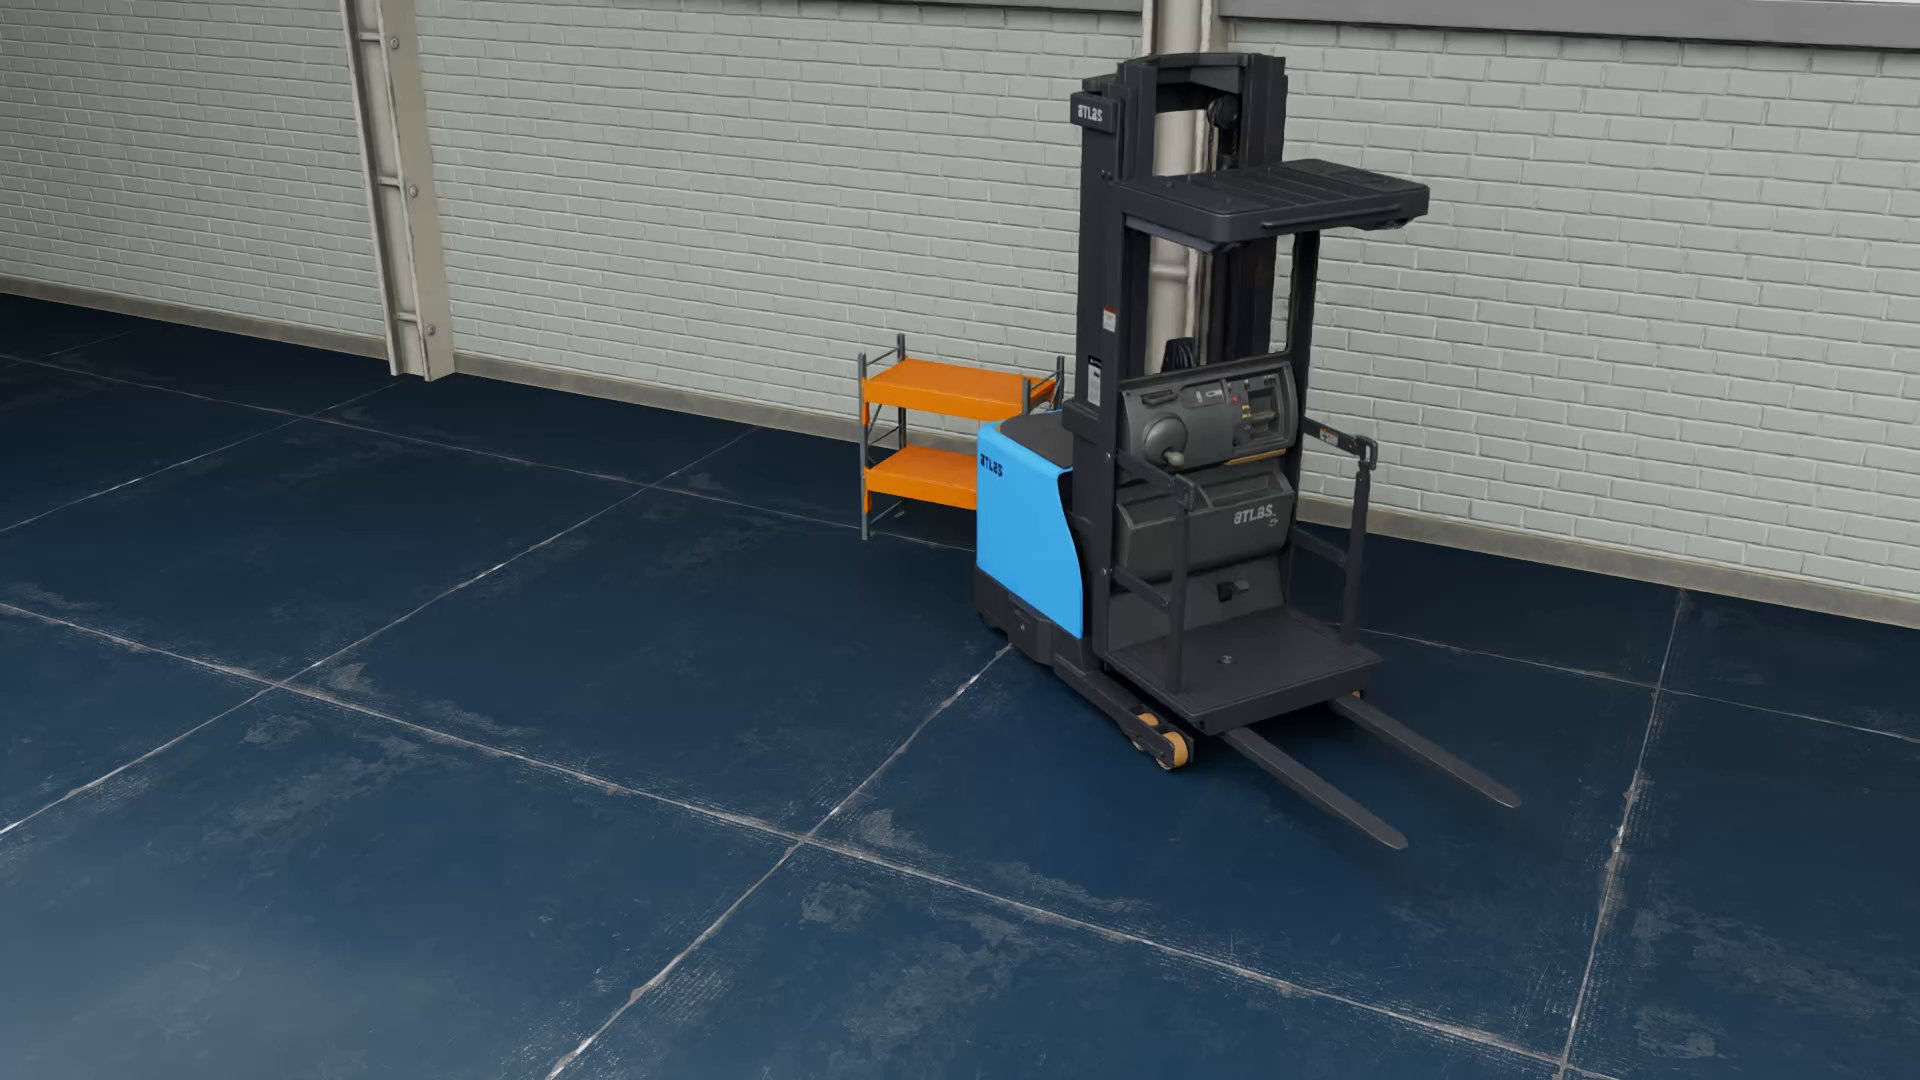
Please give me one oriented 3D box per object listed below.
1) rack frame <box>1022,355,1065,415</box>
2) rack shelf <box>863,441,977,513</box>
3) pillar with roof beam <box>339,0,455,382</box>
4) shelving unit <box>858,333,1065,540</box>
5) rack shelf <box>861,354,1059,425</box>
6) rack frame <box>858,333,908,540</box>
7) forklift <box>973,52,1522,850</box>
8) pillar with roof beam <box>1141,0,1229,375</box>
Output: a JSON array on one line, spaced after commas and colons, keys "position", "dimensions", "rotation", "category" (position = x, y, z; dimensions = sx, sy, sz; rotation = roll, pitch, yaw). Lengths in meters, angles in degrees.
[{"position": [0.460, -0.427, 9.316], "dimensions": [0.032, 1.125, 0.500], "rotation": [11, 25, 25], "category": "rack frame"}, {"position": [0.006, -0.291, 9.623], "dimensions": [1.000, 0.278, 0.538], "rotation": [11, 25, 25], "category": "rack shelf"}, {"position": [-6.055, -3.922, 7.473], "dimensions": [0.400, 9.000, 9.100], "rotation": [11, 25, 25], "category": "pillar with roof beam"}, {"position": [0.006, -0.516, 9.527], "dimensions": [1.048, 1.125, 0.538], "rotation": [11, 25, 25], "category": "shelving unit"}, {"position": [0.006, -0.786, 9.413], "dimensions": [1.000, 0.278, 0.538], "rotation": [11, 25, 25], "category": "rack shelf"}, {"position": [-0.448, -0.606, 9.738], "dimensions": [0.032, 1.125, 0.500], "rotation": [11, 25, 25], "category": "rack frame"}, {"position": [1.231, -0.536, 7.265], "dimensions": [1.130, 2.935, 3.031], "rotation": [-12, 26, -27], "category": "forklift"}, {"position": [-0.700, -2.862, 4.982], "dimensions": [0.400, 9.000, 9.100], "rotation": [11, 25, 25], "category": "pillar with roof beam"}]
